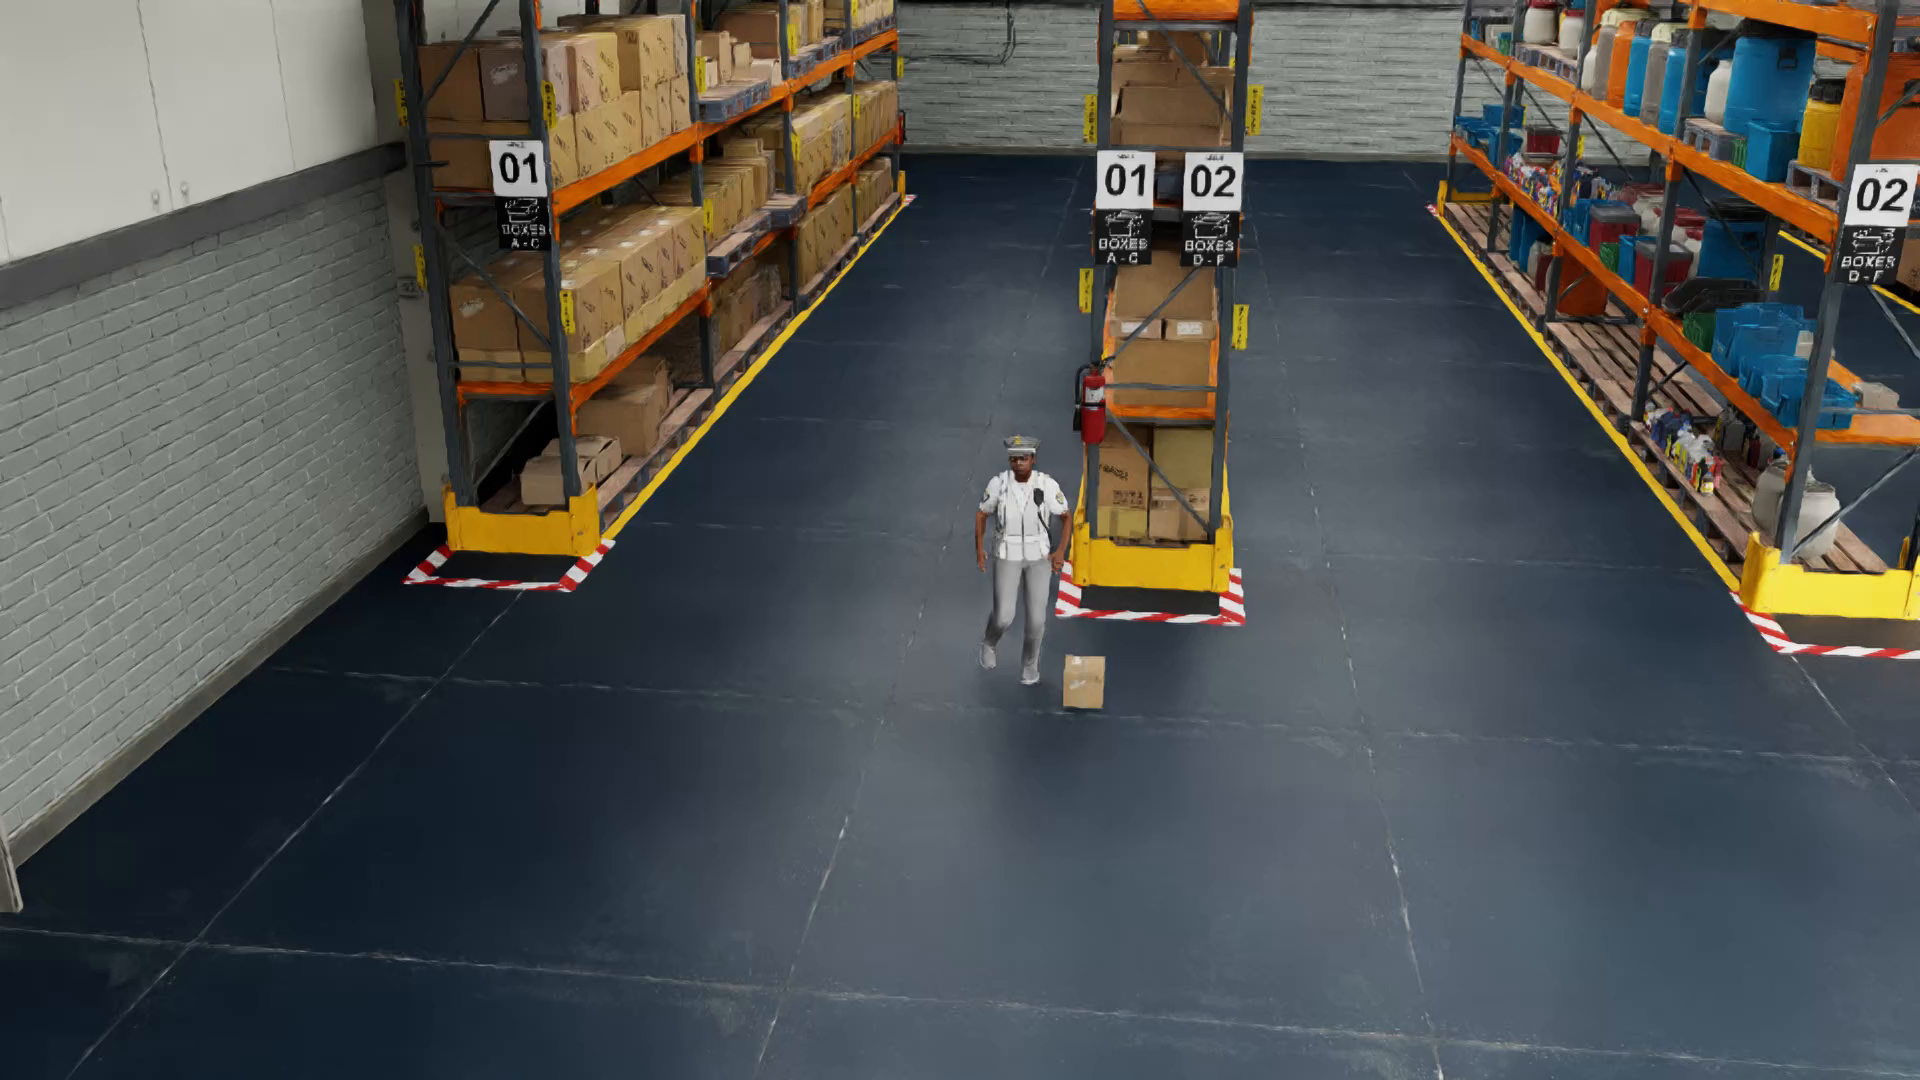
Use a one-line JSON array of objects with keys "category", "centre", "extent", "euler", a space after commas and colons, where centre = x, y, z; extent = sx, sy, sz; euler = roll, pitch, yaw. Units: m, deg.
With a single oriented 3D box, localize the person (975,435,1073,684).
[{"category": "person", "centre": [0.418, 0.132, 10.747], "extent": [0.632, 1.671, 0.465], "euler": [-1, 21, -2]}]
